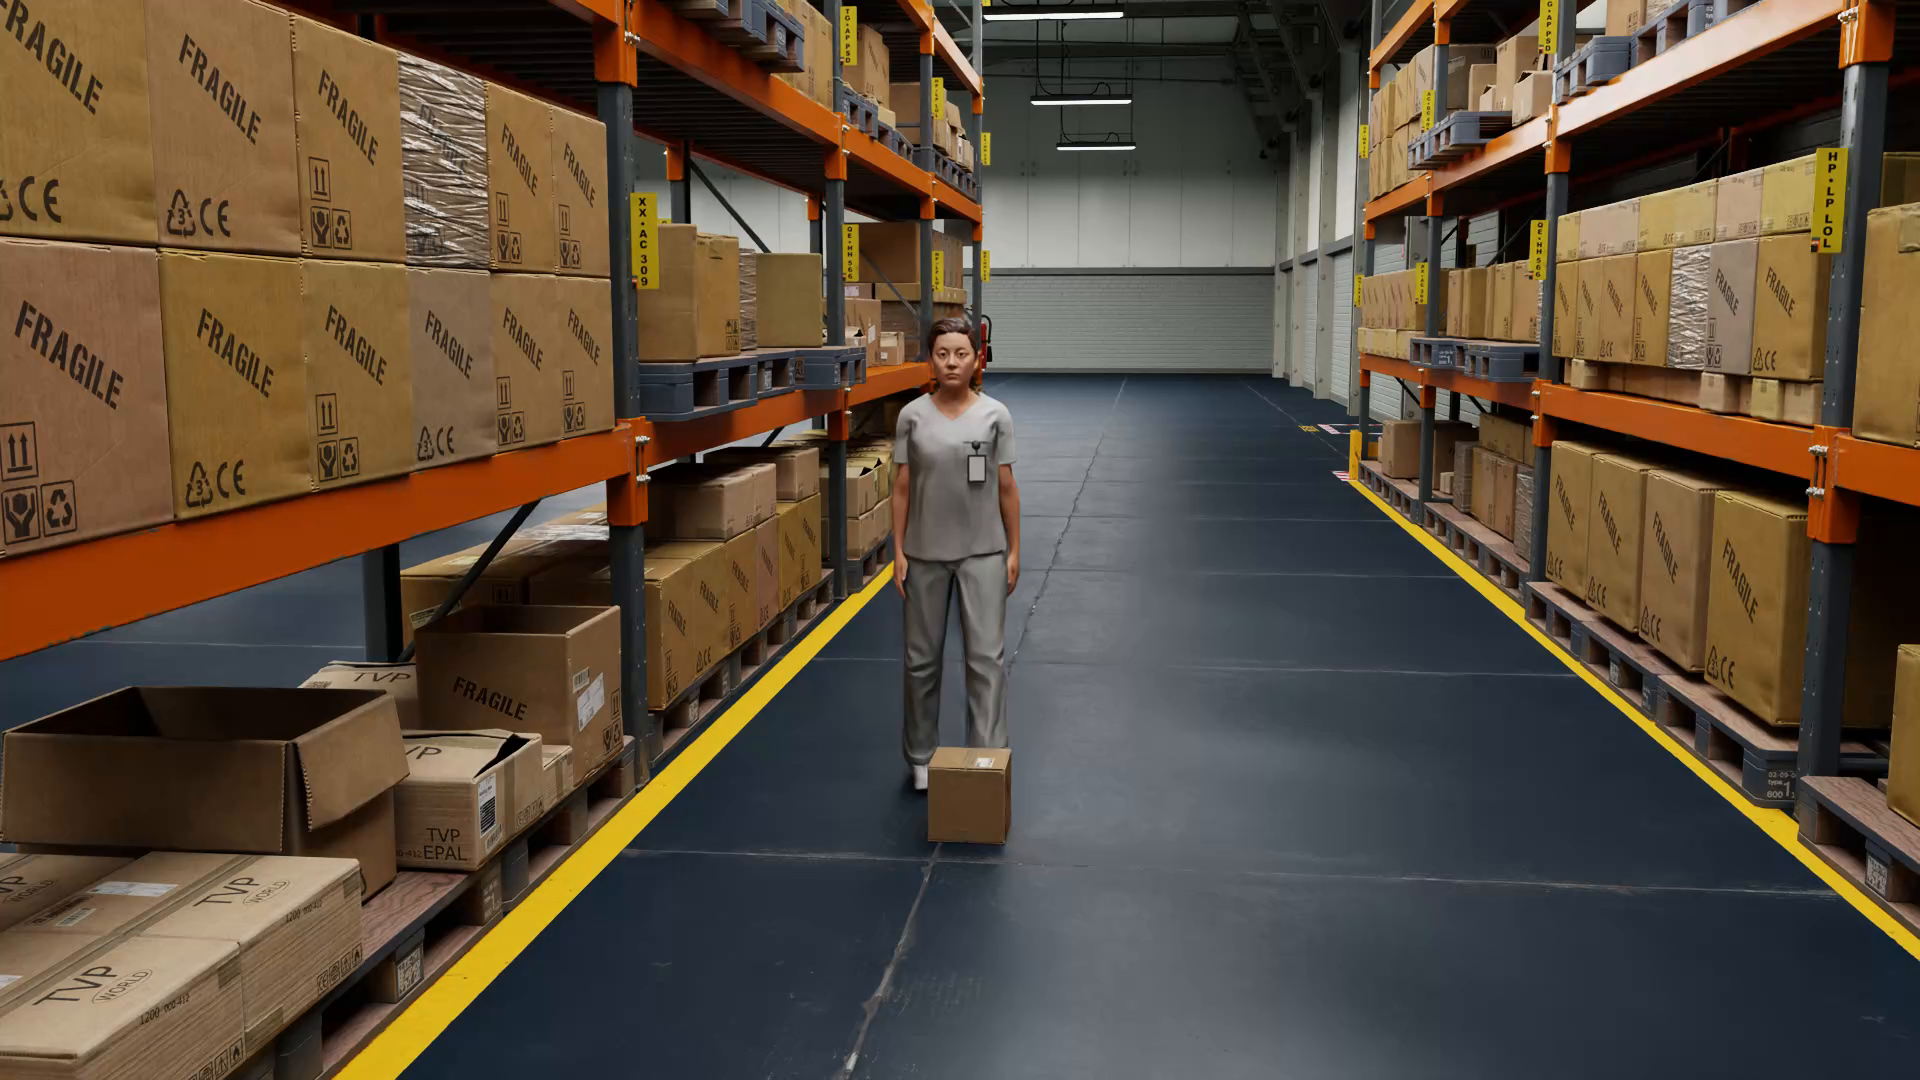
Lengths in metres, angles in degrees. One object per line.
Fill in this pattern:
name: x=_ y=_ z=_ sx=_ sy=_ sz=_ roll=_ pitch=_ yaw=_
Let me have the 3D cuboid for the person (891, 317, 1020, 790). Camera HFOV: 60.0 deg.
person: x=-0.018 y=0.076 z=5.739 sx=0.451 sy=1.675 sz=0.616 roll=0 pitch=8 yaw=2
